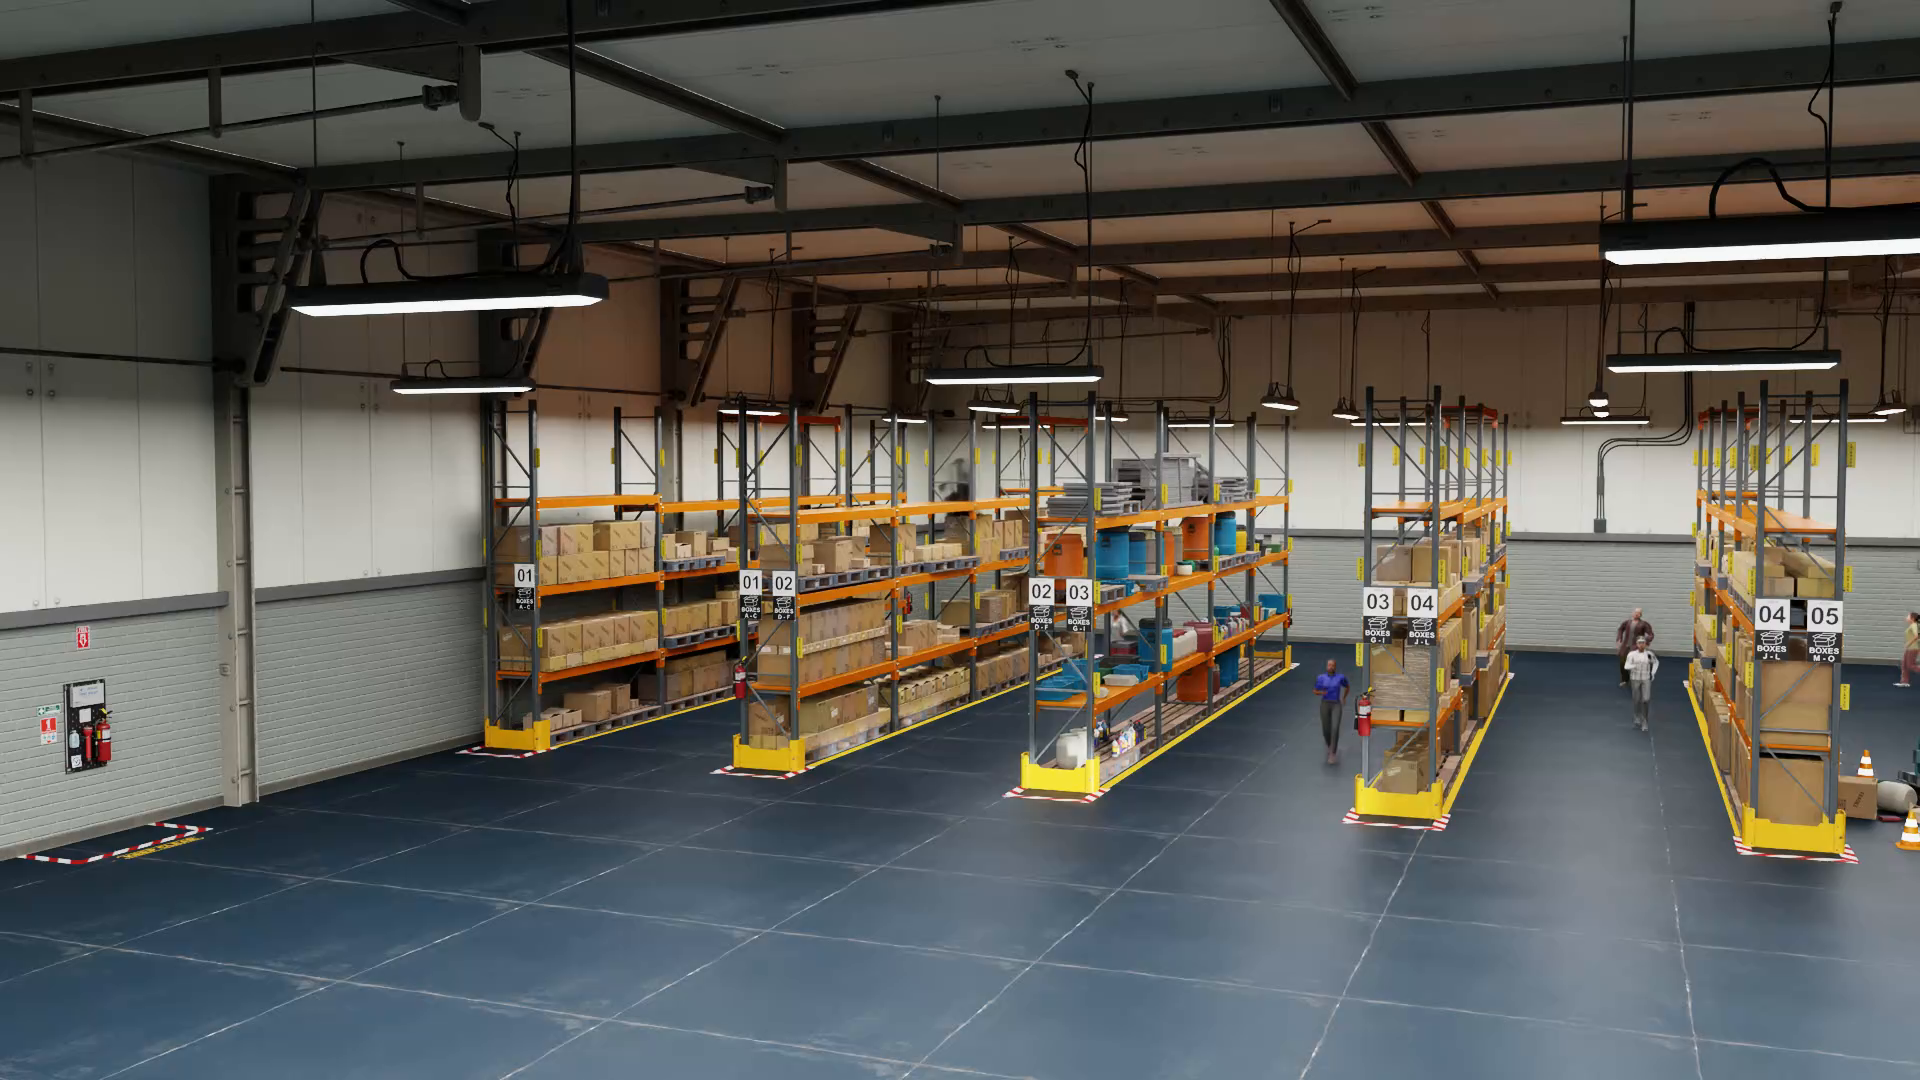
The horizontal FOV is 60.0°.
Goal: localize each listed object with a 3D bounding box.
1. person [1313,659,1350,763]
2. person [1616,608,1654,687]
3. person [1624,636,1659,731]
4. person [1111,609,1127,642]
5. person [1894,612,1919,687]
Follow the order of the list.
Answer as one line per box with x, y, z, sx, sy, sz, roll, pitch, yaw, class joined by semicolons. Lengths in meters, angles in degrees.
6.122;2.786;27.454;0.575;1.657;0.909;1;3;17;person
14.701;2.358;36.362;0.551;1.729;0.775;-3;4;-43;person
12.619;2.636;30.799;0.594;1.745;0.712;1;3;22;person
3.548;2.329;37.921;0.542;1.603;0.875;1;3;12;person
20.759;2.394;36.106;0.800;1.656;0.584;2;3;33;person
